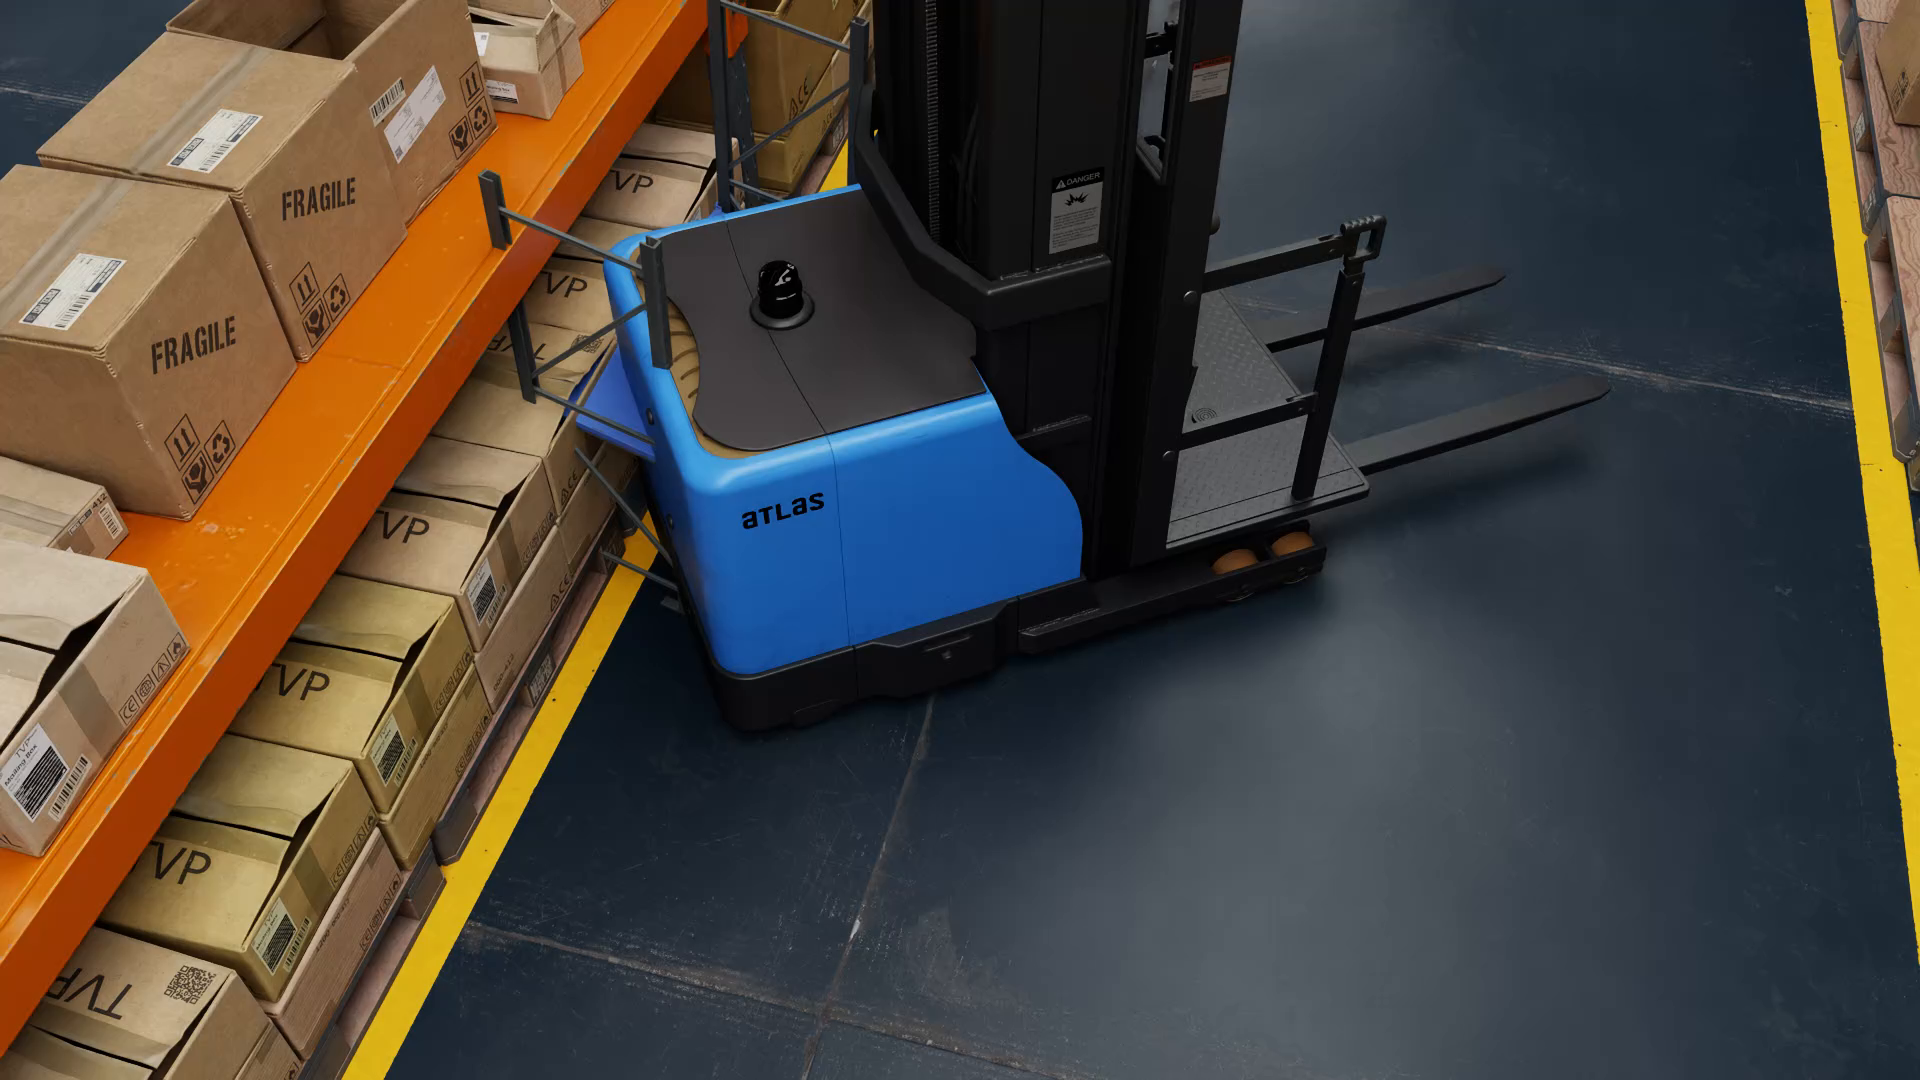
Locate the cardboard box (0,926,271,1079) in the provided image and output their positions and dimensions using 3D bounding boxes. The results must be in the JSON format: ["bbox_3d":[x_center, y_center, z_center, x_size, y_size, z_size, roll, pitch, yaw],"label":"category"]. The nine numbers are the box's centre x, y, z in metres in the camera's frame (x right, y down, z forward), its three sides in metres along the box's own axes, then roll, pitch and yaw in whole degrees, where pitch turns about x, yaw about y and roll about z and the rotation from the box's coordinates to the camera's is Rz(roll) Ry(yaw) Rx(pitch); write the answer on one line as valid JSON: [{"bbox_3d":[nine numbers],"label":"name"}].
[{"bbox_3d":[-1.838,1.091,3.466,0.500,0.311,0.500,13,50,11],"label":"cardboard box"}]

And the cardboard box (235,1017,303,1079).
[{"bbox_3d":[-1.838,1.277,3.676,0.500,0.250,0.500,11,50,10],"label":"cardboard box"}]

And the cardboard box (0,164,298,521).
[{"bbox_3d":[-1.833,-0.423,3.556,0.500,0.500,0.500,9,49,8],"label":"cardboard box"}]

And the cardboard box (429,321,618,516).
[{"bbox_3d":[-1.300,-0.394,4.777,0.500,0.311,0.500,11,50,10],"label":"cardboard box"}]

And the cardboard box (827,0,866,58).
[{"bbox_3d":[-0.658,-2.181,6.228,0.500,0.500,0.500,12,50,10],"label":"cardboard box"}]

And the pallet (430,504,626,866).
[{"bbox_3d":[-1.681,0.282,4.860,1.003,0.211,1.213,12,50,10],"label":"pallet"}]

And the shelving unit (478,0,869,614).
[{"bbox_3d":[-0.752,-0.677,4.821,0.538,1.500,1.048,24,54,13],"label":"shelving unit"}]

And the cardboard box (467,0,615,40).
[{"bbox_3d":[-1.293,-1.652,4.808,0.500,0.250,0.500,14,50,12],"label":"cardboard box"}]

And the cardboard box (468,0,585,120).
[{"bbox_3d":[-1.260,-1.350,4.530,0.396,0.266,0.258,10,49,9],"label":"cardboard box"}]

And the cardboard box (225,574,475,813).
[{"bbox_3d":[-1.571,0.341,4.128,0.500,0.311,0.500,10,49,9],"label":"cardboard box"}]

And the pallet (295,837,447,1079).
[{"bbox_3d":[-2.004,1.162,4.084,1.003,0.211,1.213,12,50,10],"label":"pallet"}]

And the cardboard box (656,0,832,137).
[{"bbox_3d":[-0.782,-1.817,5.907,0.500,0.500,0.500,12,50,10],"label":"cardboard box"}]

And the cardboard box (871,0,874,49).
[{"bbox_3d":[-0.518,-2.293,6.827,0.500,0.250,0.500,12,50,10],"label":"cardboard box"}]

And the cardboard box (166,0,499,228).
[{"bbox_3d":[-1.562,-1.166,4.212,0.500,0.500,0.500,15,50,13],"label":"cardboard box"}]

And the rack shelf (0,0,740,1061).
[{"bbox_3d":[-1.732,-0.382,4.066,1.077,0.370,4.000,12,50,10],"label":"rack shelf"}]

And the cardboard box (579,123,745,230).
[{"bbox_3d":[-1.036,-1.132,5.428,0.500,0.311,0.500,12,50,10],"label":"cardboard box"}]

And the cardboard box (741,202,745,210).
[{"bbox_3d":[-1.035,-0.939,5.632,0.500,0.250,0.500,11,50,10],"label":"cardboard box"}]

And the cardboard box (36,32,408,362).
[{"bbox_3d":[-1.694,-0.804,3.892,0.500,0.500,0.500,12,50,10],"label":"cardboard box"}]

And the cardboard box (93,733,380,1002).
[{"bbox_3d":[-1.707,0.710,3.803,0.500,0.311,0.500,10,49,9],"label":"cardboard box"}]

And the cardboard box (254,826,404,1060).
[{"bbox_3d":[-1.706,0.913,3.997,0.500,0.250,0.500,10,49,9],"label":"cardboard box"}]

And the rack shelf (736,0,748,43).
[{"bbox_3d":[-0.680,-3.275,6.620,1.077,0.370,4.000,12,50,10],"label":"rack shelf"}]

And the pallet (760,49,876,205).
[{"bbox_3d":[-0.956,-1.711,6.619,1.003,0.211,1.213,12,50,10],"label":"pallet"}]

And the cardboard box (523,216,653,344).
[{"bbox_3d":[-1.167,-0.754,5.095,0.500,0.311,0.500,13,50,11],"label":"cardboard box"}]

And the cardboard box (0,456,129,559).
[{"bbox_3d":[-1.977,-0.024,3.438,0.380,0.149,0.250,15,50,13],"label":"cardboard box"}]

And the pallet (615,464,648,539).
[{"bbox_3d":[-1.362,-0.603,5.642,1.003,0.211,1.213,12,50,10],"label":"pallet"}]

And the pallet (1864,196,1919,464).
[{"bbox_3d":[3.717,-0.662,5.693,1.003,0.211,1.213,12,50,10],"label":"pallet"}]

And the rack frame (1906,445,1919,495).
[{"bbox_3d":[3.574,-1.092,4.213,1.000,3.000,0.127,12,50,10],"label":"rack frame"}]

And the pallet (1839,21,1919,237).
[{"bbox_3d":[4.036,-1.547,6.475,1.003,0.211,1.213,12,50,10],"label":"pallet"}]

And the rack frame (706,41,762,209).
[{"bbox_3d":[-1.206,-2.067,5.073,1.000,3.000,0.127,12,50,10],"label":"rack frame"}]

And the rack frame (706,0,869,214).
[{"bbox_3d":[-0.525,-1.026,5.112,0.500,1.500,0.032,24,54,13],"label":"rack frame"}]

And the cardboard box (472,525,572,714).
[{"bbox_3d":[-1.440,0.165,4.658,0.500,0.250,0.500,12,50,11],"label":"cardboard box"}]

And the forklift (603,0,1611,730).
[{"bbox_3d":[0.581,-1.138,4.299,3.031,2.935,1.130,-16,51,-14],"label":"forklift"}]

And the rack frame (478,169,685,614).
[{"bbox_3d":[-0.980,-0.328,4.530,0.500,1.500,0.032,24,54,13],"label":"rack frame"}]

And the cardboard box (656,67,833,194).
[{"bbox_3d":[-0.791,-1.571,6.190,0.500,0.250,0.500,12,50,10],"label":"cardboard box"}]

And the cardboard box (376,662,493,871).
[{"bbox_3d":[-1.575,0.536,4.330,0.500,0.250,0.500,10,49,9],"label":"cardboard box"}]

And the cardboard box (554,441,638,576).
[{"bbox_3d":[-1.305,-0.203,4.982,0.500,0.250,0.500,13,50,11],"label":"cardboard box"}]

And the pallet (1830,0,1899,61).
[{"bbox_3d":[4.359,-2.427,7.251,1.003,0.211,1.213,12,50,10],"label":"pallet"}]

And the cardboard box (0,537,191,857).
[{"bbox_3d":[-1.836,0.247,3.090,0.500,0.311,0.500,11,49,10],"label":"cardboard box"}]

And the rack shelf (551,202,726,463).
[{"bbox_3d":[-0.765,-0.567,4.963,0.538,0.185,1.000,24,54,13],"label":"rack shelf"}]

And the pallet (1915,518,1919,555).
[{"bbox_3d":[3.371,0.394,4.761,1.003,0.211,1.213,12,50,10],"label":"pallet"}]

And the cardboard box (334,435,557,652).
[{"bbox_3d":[-1.436,-0.031,4.456,0.500,0.311,0.500,11,49,10],"label":"cardboard box"}]

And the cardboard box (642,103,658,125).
[{"bbox_3d":[-1.295,-1.674,6.281,0.500,0.250,0.500,12,50,10],"label":"cardboard box"}]

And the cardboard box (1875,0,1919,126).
[{"bbox_3d":[3.967,-1.888,6.289,0.700,0.500,0.500,9,49,8],"label":"cardboard box"}]

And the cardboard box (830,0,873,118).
[{"bbox_3d":[-0.655,-1.932,6.508,0.500,0.250,0.500,12,50,10],"label":"cardboard box"}]
